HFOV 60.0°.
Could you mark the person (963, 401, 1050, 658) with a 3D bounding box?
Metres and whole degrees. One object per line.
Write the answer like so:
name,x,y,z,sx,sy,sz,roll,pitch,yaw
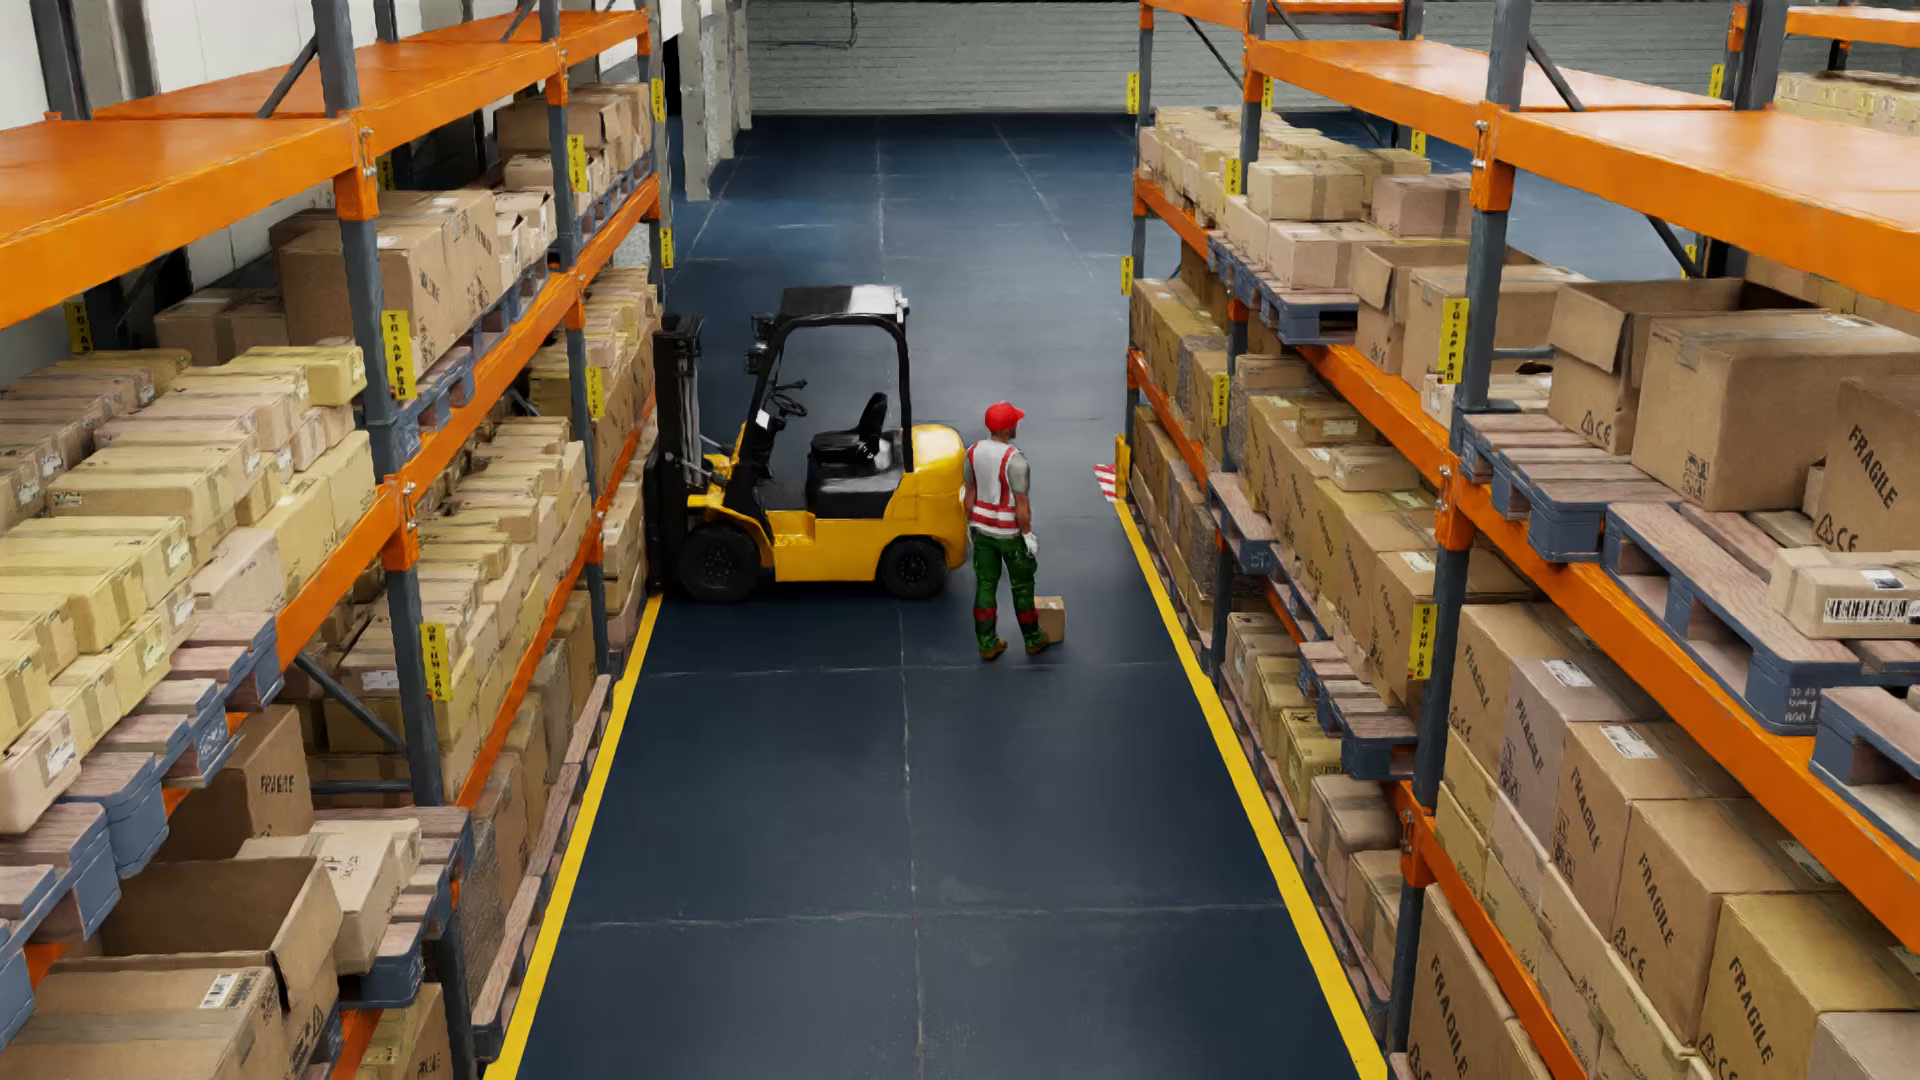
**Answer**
person,0.338,-0.093,11.259,0.547,1.793,0.554,15,25,36
